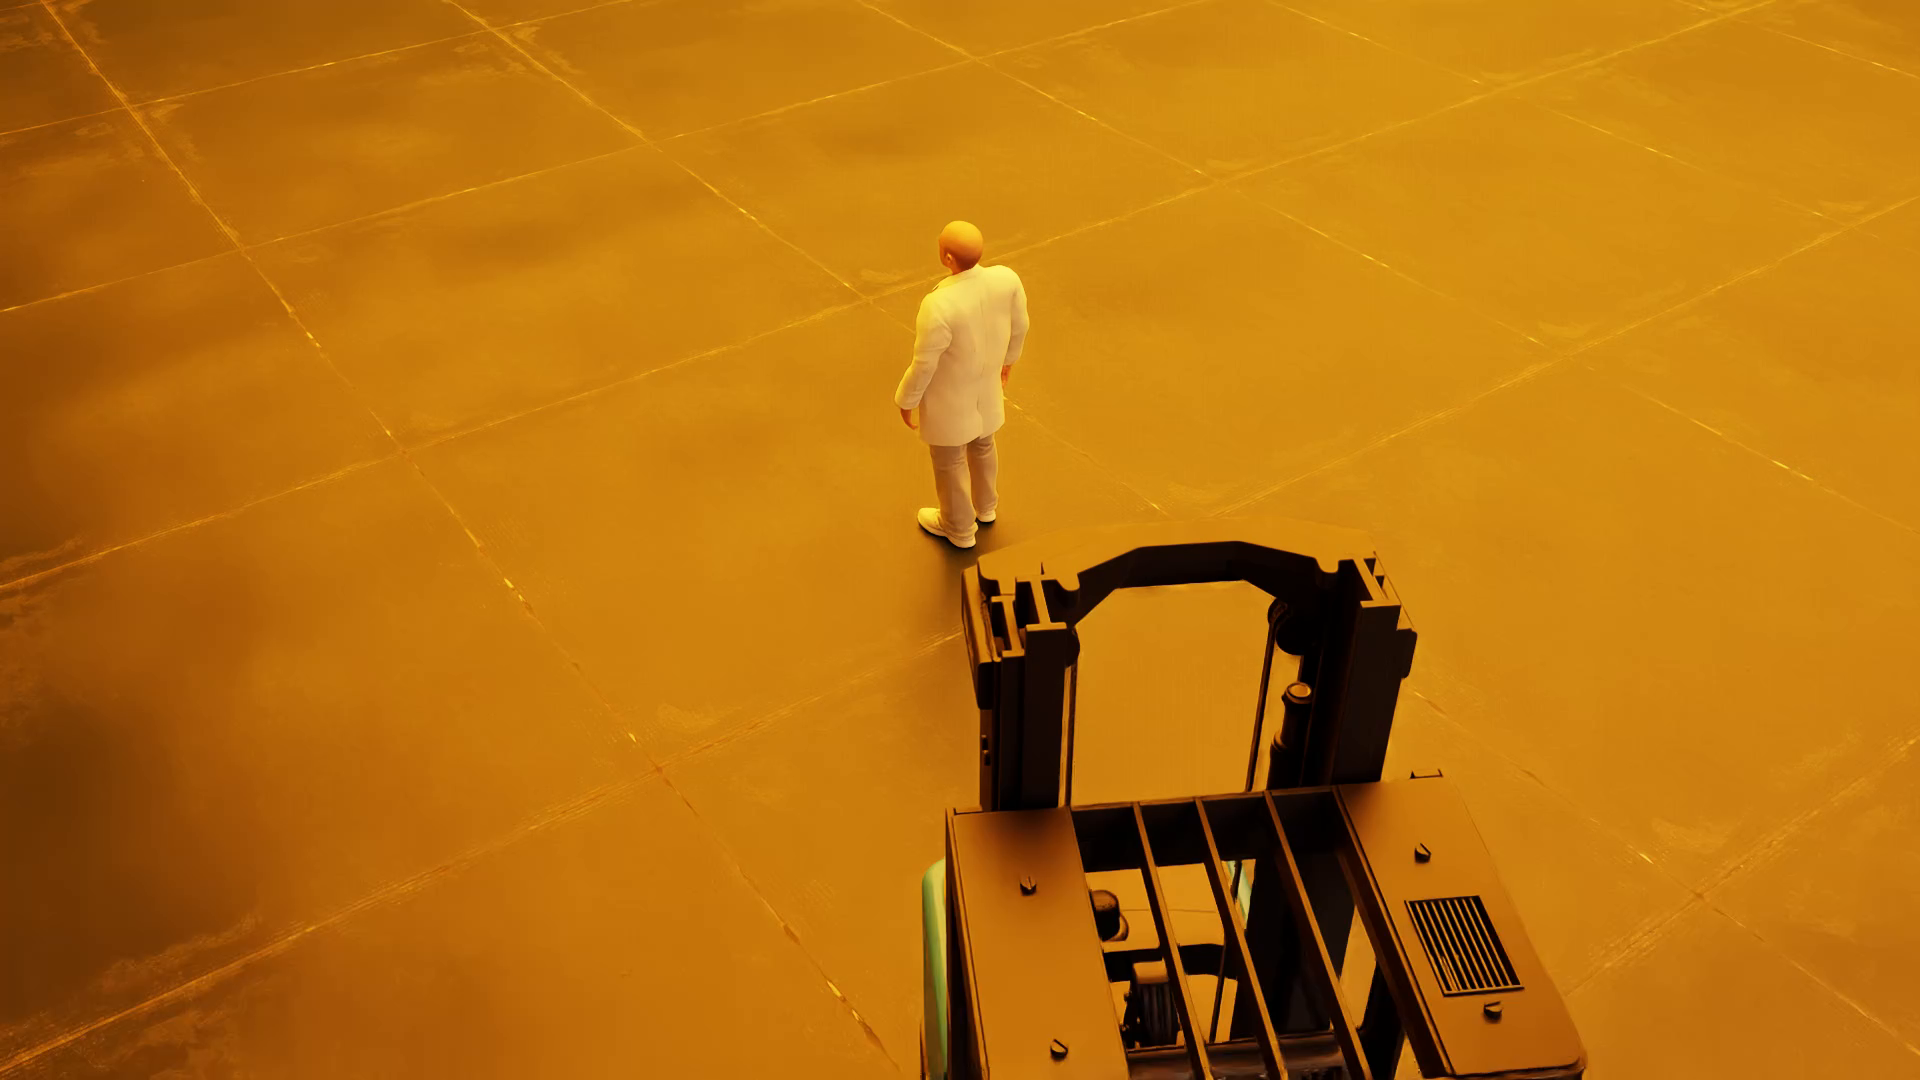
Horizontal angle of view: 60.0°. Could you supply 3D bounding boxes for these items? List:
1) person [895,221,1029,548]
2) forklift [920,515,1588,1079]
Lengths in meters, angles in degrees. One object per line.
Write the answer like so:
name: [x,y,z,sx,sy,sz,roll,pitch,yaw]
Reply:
person: [-0.048,-0.766,7.938,0.696,1.776,0.581,-23,42,-28]
forklift: [0.540,1.529,3.877,1.130,2.935,3.031,-4,37,-5]
